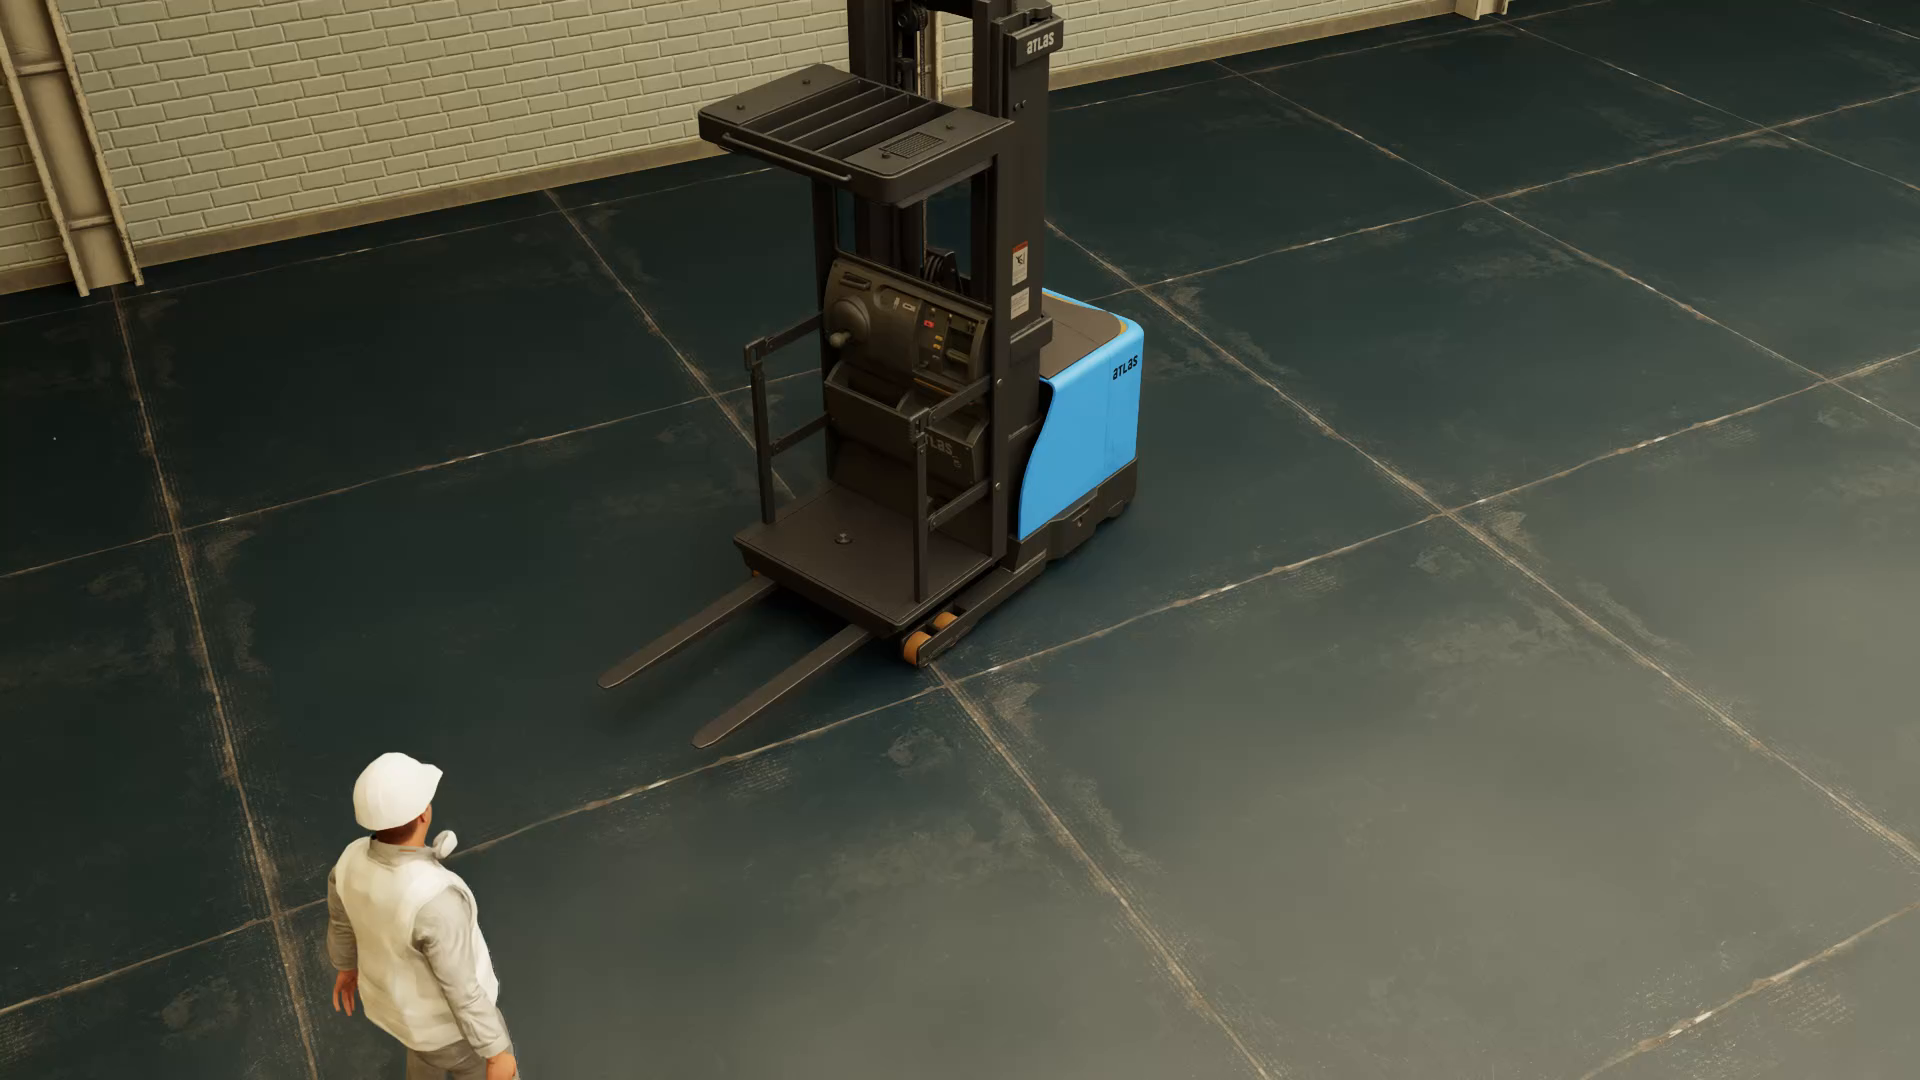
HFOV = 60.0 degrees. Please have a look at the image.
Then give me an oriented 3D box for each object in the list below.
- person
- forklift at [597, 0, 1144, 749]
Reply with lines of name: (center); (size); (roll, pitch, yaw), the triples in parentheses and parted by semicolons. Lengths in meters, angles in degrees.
person: (-1.646, 1.400, 5.196); (0.861, 1.743, 0.467); (23, 41, 29)
forklift: (-0.390, -0.927, 7.434); (1.130, 2.935, 3.031); (26, 43, 31)
